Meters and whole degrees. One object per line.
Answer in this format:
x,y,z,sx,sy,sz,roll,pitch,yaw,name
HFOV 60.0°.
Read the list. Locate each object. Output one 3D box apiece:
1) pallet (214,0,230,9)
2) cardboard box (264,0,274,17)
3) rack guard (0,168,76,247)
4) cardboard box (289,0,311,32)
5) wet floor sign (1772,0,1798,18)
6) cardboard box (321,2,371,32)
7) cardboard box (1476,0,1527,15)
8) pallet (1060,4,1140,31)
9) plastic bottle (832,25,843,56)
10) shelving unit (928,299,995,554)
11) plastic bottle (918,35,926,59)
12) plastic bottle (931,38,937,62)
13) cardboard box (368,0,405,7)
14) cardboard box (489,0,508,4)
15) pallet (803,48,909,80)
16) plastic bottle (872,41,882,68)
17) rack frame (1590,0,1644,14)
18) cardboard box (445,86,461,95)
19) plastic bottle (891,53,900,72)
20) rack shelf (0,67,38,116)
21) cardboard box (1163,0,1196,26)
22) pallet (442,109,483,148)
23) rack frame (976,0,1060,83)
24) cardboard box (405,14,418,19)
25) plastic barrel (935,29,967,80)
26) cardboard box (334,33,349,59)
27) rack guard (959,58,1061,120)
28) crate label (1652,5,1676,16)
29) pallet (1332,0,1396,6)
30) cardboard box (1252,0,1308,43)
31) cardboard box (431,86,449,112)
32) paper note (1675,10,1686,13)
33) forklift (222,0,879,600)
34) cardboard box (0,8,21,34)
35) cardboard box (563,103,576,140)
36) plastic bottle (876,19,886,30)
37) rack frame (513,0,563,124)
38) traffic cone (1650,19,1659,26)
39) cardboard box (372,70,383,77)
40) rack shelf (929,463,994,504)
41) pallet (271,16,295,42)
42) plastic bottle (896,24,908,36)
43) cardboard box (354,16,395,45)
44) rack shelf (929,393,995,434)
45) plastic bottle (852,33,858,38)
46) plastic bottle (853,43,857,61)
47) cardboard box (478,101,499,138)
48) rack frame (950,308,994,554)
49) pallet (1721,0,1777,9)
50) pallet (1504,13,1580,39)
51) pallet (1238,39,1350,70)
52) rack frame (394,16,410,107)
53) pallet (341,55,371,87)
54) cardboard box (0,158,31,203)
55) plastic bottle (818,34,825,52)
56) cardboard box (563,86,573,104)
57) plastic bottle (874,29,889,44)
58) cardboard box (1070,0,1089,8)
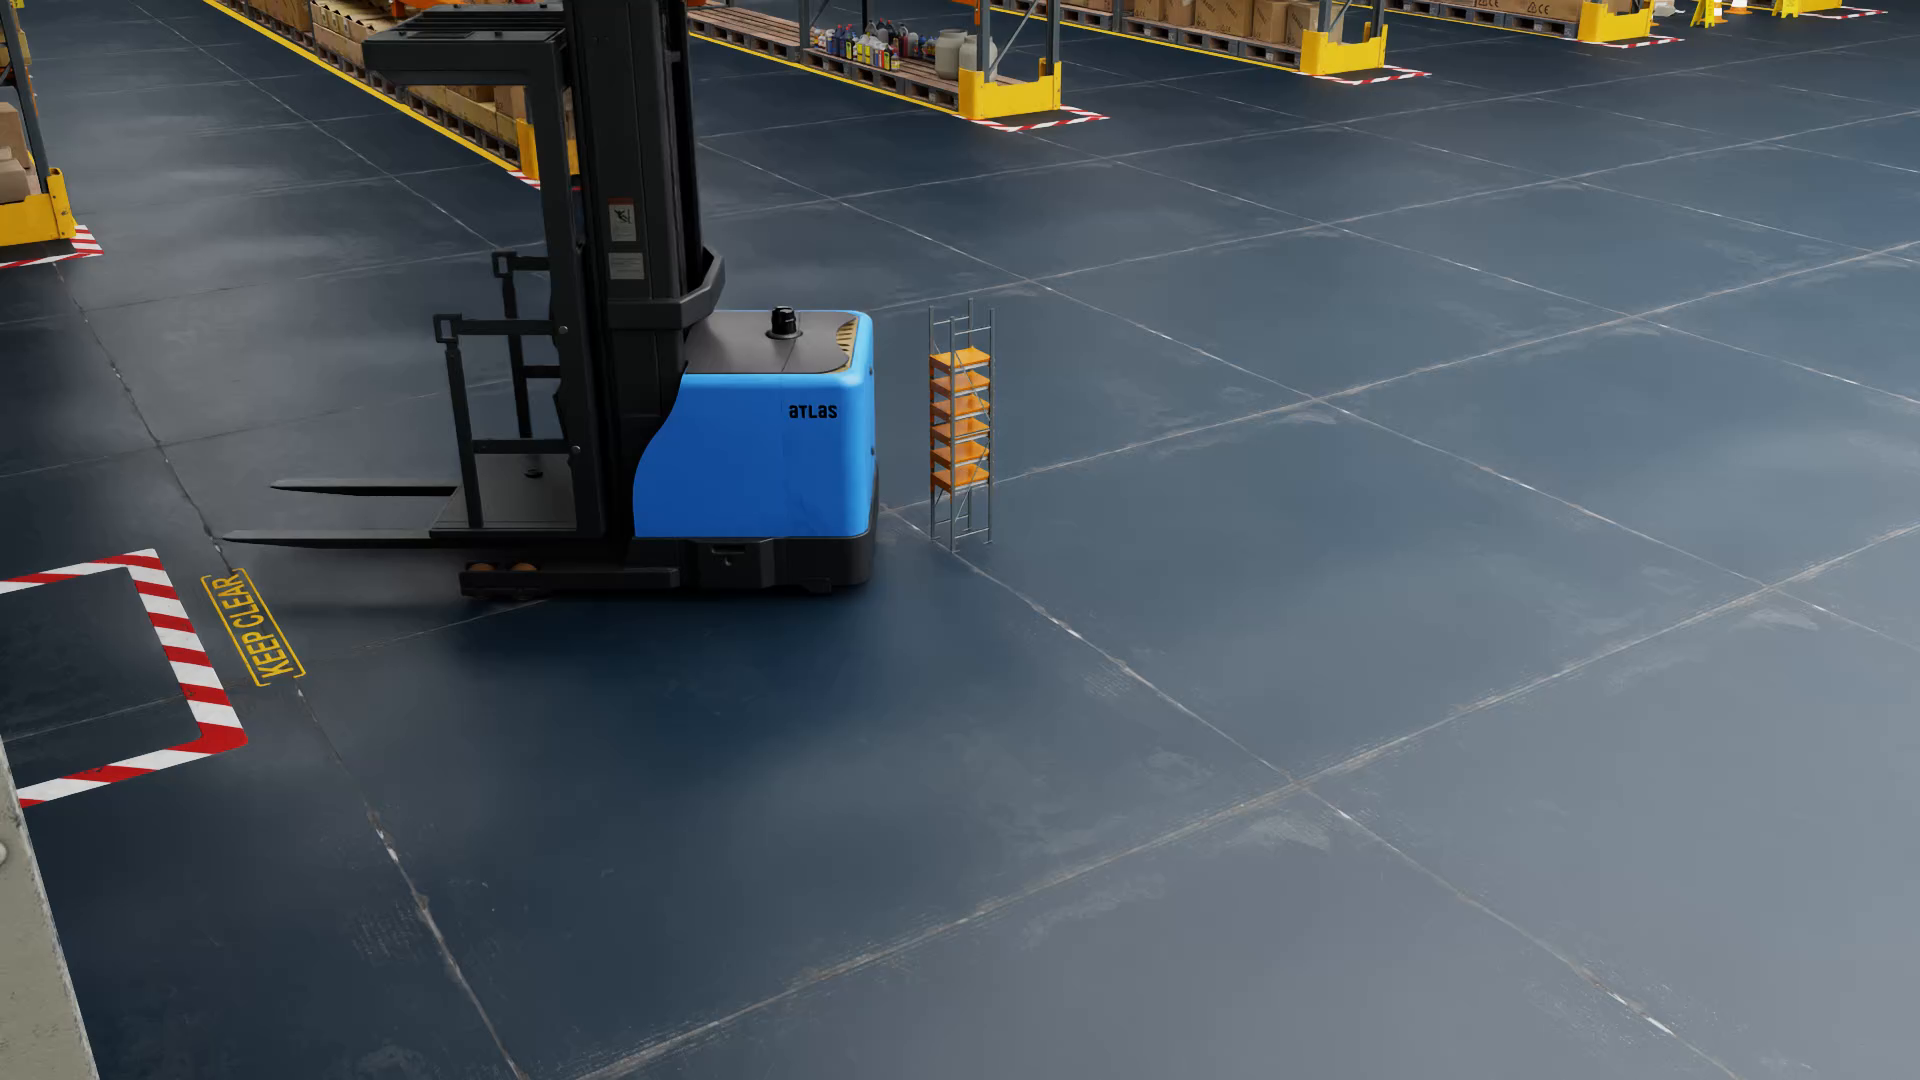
-11.122,-8.574,26.165,1.003,0.211,1.213,-16,29,-30,pallet
-9.451,-7.622,23.295,0.500,0.500,0.500,-15,29,-29,cardboard box
-7.717,-2.601,13.174,1.175,0.500,0.348,-16,29,-30,rack guard
-8.601,-7.070,22.125,0.500,0.500,0.500,-14,29,-28,cardboard box
12.285,-8.095,24.642,0.267,0.644,0.232,-6,26,-12,wet floor sign
-7.560,-6.480,20.535,0.500,0.311,0.500,-16,30,-31,cardboard box
8.078,-8.058,23.802,0.875,0.875,0.875,-16,30,-30,cardboard box
2.165,-7.615,24.134,1.003,0.211,1.213,-16,29,-30,pallet
-1.465,-6.059,20.160,0.144,0.351,0.185,-15,29,-28,plastic bottle
0.008,-0.537,7.983,0.258,1.200,0.189,-16,29,-30,shelving unit
-0.456,-5.930,19.979,0.097,0.271,0.097,0,25,0,plastic bottle
-0.290,-5.822,19.750,0.097,0.271,0.097,0,25,0,plastic bottle
-7.113,-6.607,20.805,0.500,0.311,0.500,-16,30,-30,cardboard box
-4.062,-5.262,15.766,0.700,0.500,0.500,-15,29,-28,cardboard box
-1.227,-5.933,20.570,1.003,0.211,1.213,-16,29,-30,pallet
-0.935,-5.681,19.446,0.152,0.276,0.135,-16,30,-31,plastic bottle
8.986,-8.287,22.291,1.000,3.000,0.127,-16,29,-30,rack frame
-4.899,-4.802,16.758,0.500,0.500,0.500,-16,29,-30,cardboard box
-0.745,-5.501,19.153,0.097,0.201,0.097,0,25,0,plastic bottle
-8.767,-4.094,14.252,1.077,0.370,4.000,-16,29,-30,rack shelf
3.095,-7.302,22.641,0.500,0.500,0.500,-6,26,-13,cardboard box
-4.641,-4.299,17.109,1.003,0.211,1.213,-16,29,-30,pallet
0.625,-6.013,17.474,1.000,3.000,0.127,-16,29,-30,rack frame
-6.280,-6.062,19.649,0.500,0.311,0.500,-17,30,-31,cardboard box
-0.072,-5.475,18.756,0.421,0.512,0.421,0,25,0,plastic barrel
-7.290,-6.048,20.277,0.500,0.250,0.500,-16,30,-31,cardboard box
0.544,-4.899,18.042,1.175,0.500,0.348,-16,29,-30,rack guard
10.537,-7.922,24.871,0.298,0.136,0.250,12,28,24,crate label
6.318,-8.715,26.464,1.003,0.211,1.213,-16,29,-30,pallet
4.093,-6.660,21.280,0.500,0.500,0.500,-8,26,-16,cardboard box
-5.174,-4.641,17.296,0.500,0.250,0.500,-16,29,-30,cardboard box
10.894,-8.008,25.179,0.142,0.019,0.148,18,31,33,paper note
-1.928,-1.274,7.516,3.031,2.935,1.130,0,25,0,forklift
-7.684,-4.226,12.961,0.500,0.500,0.500,-15,29,-30,cardboard box
-3.633,-4.050,16.045,0.500,0.250,0.500,-16,29,-30,cardboard box
-0.965,-6.282,20.631,0.144,0.351,0.185,-16,30,-31,plastic bottle
-3.527,-4.860,15.032,1.000,3.000,0.127,-16,29,-30,rack frame
9.886,-7.661,23.936,0.336,0.463,0.334,-16,29,-30,traffic cone
-6.454,-5.499,19.115,0.500,0.250,0.500,-16,30,-30,cardboard box
0.008,-0.280,8.104,0.258,0.103,0.180,-16,29,-30,rack shelf
-8.932,-7.172,23.196,1.003,0.211,1.213,-16,29,-30,pallet
-0.684,-6.098,20.240,0.144,0.351,0.185,-16,29,-30,plastic bottle
-6.731,-5.933,19.376,0.500,0.311,0.500,-16,29,-30,cardboard box
0.008,-0.606,7.951,0.258,0.103,0.180,-16,29,-30,rack shelf
-1.285,-6.000,20.126,0.097,0.271,0.097,0,25,0,plastic bottle
-1.227,-5.818,19.823,0.097,0.201,0.097,0,25,0,plastic bottle
-4.350,-4.106,16.162,0.500,0.250,0.500,-16,29,-30,cardboard box
0.058,-0.505,7.914,0.240,1.200,0.006,-16,29,-30,rack frame
12.623,-8.542,26.097,1.003,0.211,1.213,-16,29,-30,pallet
8.484,-7.294,23.453,1.003,0.211,1.213,-16,29,-30,pallet
4.320,-6.232,21.205,1.003,0.211,1.213,-16,29,-30,pallet
-5.710,-6.291,18.062,1.000,3.000,0.127,-16,29,-30,rack frame
-6.815,-5.721,20.122,1.003,0.211,1.213,-16,29,-30,pallet
-7.978,-2.956,13.632,0.500,0.311,0.500,-19,32,-35,cardboard box
-1.696,-6.125,20.473,0.097,0.201,0.097,0,25,0,plastic bottle
-3.908,-4.568,16.263,0.500,0.500,0.500,-16,29,-30,cardboard box
-0.971,-6.136,20.409,0.152,0.276,0.135,-16,29,-30,plastic bottle
2.030,-8.066,24.236,0.700,0.500,0.500,-16,29,-30,cardboard box
